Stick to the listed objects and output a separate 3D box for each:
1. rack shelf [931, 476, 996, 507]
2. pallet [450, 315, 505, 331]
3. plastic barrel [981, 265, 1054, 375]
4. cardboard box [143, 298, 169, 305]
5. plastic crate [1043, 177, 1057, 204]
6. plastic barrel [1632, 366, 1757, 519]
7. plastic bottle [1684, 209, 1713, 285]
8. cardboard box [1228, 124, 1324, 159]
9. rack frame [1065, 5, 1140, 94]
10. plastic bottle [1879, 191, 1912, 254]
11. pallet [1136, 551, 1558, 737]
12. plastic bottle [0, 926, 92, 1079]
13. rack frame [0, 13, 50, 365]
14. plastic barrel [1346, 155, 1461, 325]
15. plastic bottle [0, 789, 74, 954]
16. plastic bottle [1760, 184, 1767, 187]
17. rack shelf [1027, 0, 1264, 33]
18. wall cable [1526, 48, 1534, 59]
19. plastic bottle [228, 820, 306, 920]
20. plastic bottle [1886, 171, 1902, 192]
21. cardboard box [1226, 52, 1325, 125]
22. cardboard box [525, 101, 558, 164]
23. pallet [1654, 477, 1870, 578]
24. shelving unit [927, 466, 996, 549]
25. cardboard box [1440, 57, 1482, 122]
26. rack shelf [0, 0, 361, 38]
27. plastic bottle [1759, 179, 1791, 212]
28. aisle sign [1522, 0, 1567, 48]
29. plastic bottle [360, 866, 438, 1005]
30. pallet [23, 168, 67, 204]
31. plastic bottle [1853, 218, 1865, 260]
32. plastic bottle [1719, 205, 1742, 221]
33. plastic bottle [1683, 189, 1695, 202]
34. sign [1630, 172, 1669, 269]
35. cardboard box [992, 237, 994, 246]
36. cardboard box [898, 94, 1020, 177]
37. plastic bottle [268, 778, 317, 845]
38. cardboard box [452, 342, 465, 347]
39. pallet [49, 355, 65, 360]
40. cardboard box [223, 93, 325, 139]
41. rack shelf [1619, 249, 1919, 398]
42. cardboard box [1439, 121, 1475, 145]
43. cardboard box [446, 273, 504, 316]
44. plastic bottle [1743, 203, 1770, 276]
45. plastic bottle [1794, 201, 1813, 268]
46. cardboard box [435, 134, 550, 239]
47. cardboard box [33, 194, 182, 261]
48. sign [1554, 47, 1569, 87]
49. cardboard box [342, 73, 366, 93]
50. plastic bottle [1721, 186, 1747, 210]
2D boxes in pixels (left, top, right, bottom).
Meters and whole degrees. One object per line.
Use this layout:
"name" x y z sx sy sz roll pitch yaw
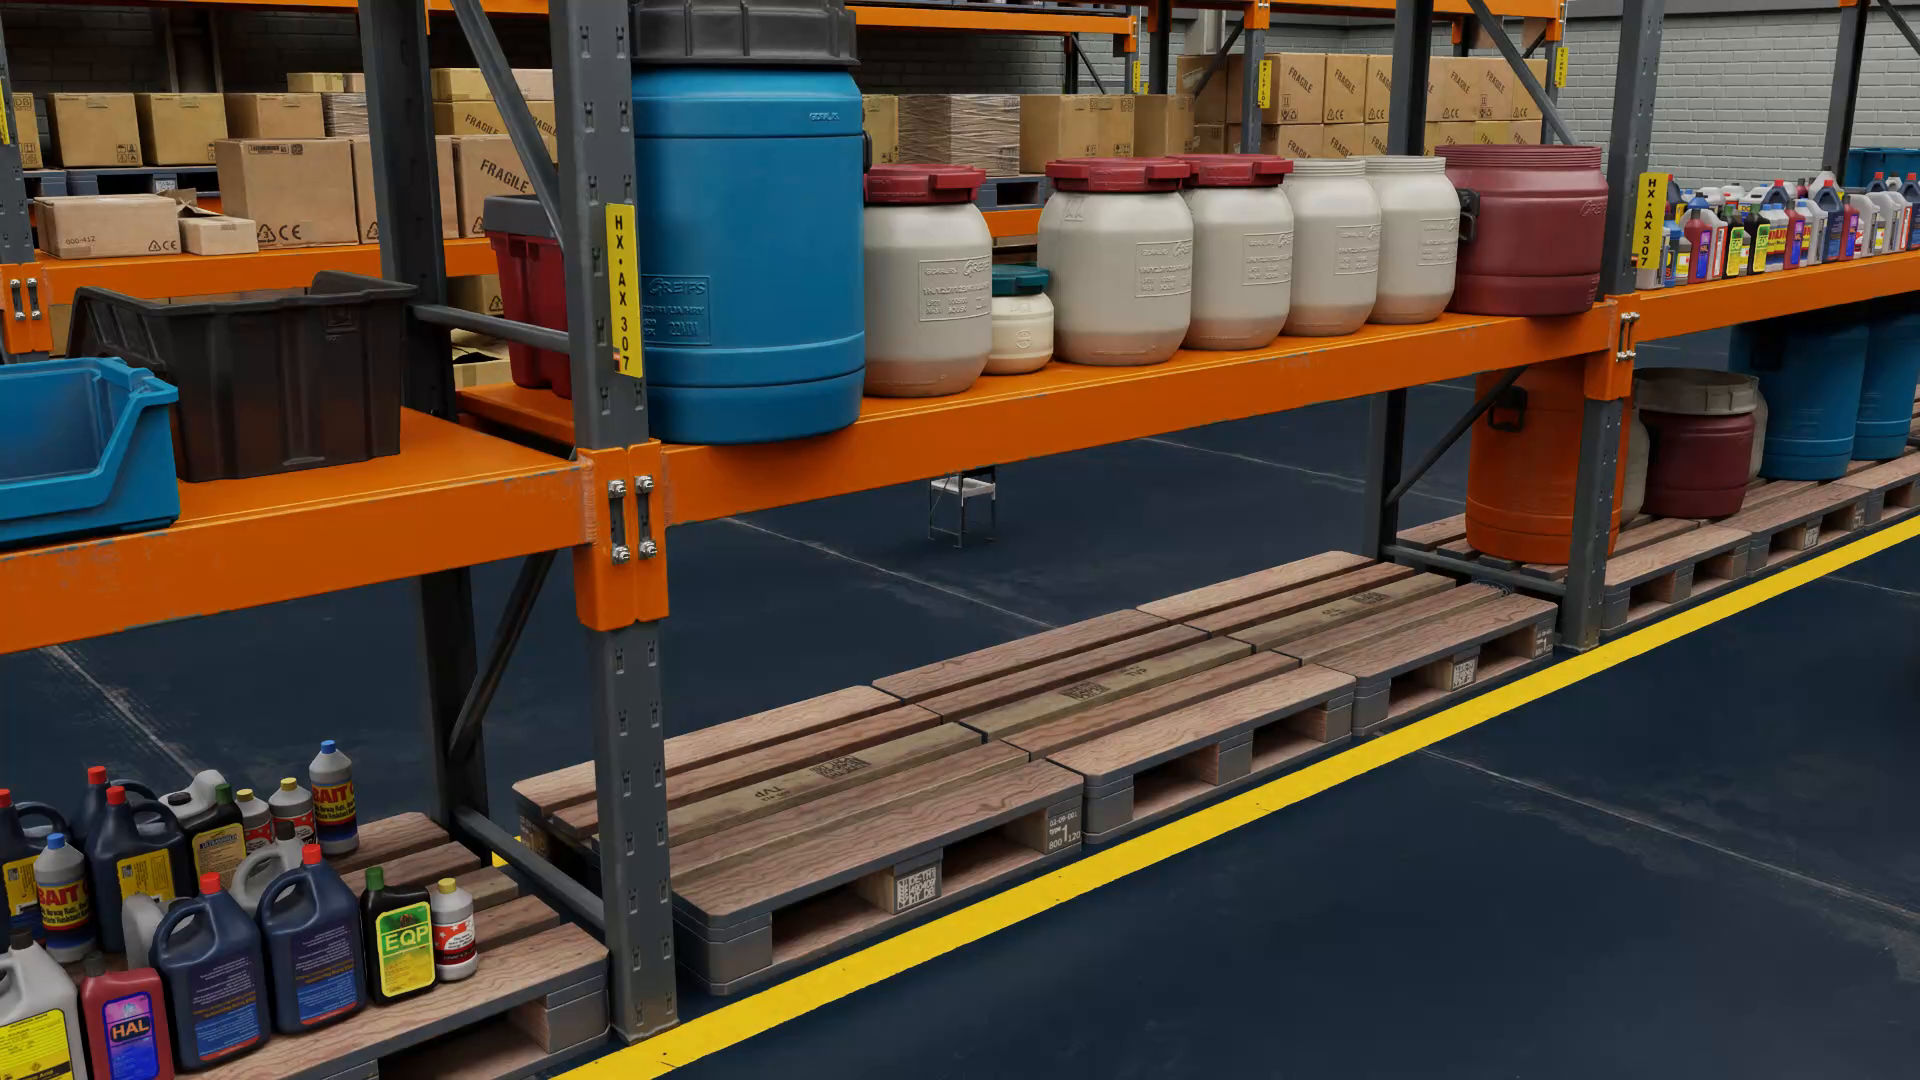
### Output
"rack shelf" 0.006 -0.230 7.694 0.200 0.077 0.258 -13 19 -39
"pallet" -3.840 -1.832 14.199 1.213 0.211 1.003 -13 19 -39
"plastic barrel" 0.101 -0.581 4.382 0.301 0.262 0.301 0 15 0
"cardboard box" -6.189 -1.691 12.261 0.500 0.500 0.700 -12 19 -39
"plastic crate" 0.600 -0.948 5.364 0.583 0.464 0.402 -13 19 -39
"plastic barrel" 3.229 -0.447 7.470 0.708 0.588 0.600 -13 19 -39
"plastic bottle" 2.836 -1.132 6.403 0.133 0.283 0.061 -13 19 -39
"cardboard box" 2.352 -2.856 12.435 0.500 0.500 0.500 -12 19 -38
"rack frame" 1.551 -4.415 18.468 0.127 3.000 1.000 -13 19 -39
"plastic bottle" 4.296 -1.472 7.689 0.135 0.276 0.152 -13 19 -39
"pallet" 1.410 0.339 6.071 1.213 0.211 1.003 -13 19 -39
"plastic bottle" -1.683 0.866 2.977 0.185 0.351 0.144 -13 20 -40
"rack frame" -4.247 -1.419 7.249 0.127 3.000 1.000 -13 19 -39
"plastic barrel" 1.384 -0.970 5.351 0.421 0.512 0.421 0 15 0
"plastic bottle" -2.022 0.701 3.593 0.185 0.351 0.144 -14 20 -42
"plastic bottle" 4.056 -1.666 8.426 0.097 0.271 0.097 0 15 0
"rack shelf" 0.280 -3.537 10.760 4.000 0.370 1.077 -13 19 -39
"wall cable" 6.053 -6.702 21.421 0.112 2.526 3.097 -13 19 -39
"plastic bottle" -1.389 0.750 3.409 0.185 0.351 0.144 -13 19 -39
"plastic bottle" 4.464 -1.594 8.001 0.185 0.351 0.144 -13 19 -39
"cardboard box" 2.329 -3.331 12.275 0.500 0.500 0.500 -12 19 -38
"cardboard box" -3.548 -3.381 13.787 0.500 0.500 0.500 -12 19 -38
"pallet" 3.507 -0.132 7.834 1.213 0.211 1.003 -13 19 -39
"shelving unit" 0.006 -0.436 7.639 0.210 0.900 0.258 -13 19 -39
"cardboard box" 3.882 -3.680 13.582 0.500 0.500 0.500 -12 19 -38
"rack shelf" -5.993 -3.823 11.832 4.000 0.370 1.077 -13 19 -39
"plastic bottle" 3.526 -1.386 7.222 0.185 0.351 0.144 -13 19 -39
"aisle sign" 5.058 -4.660 14.344 0.004 0.787 0.394 -13 19 -39
"plastic bottle" -1.144 0.792 3.385 0.133 0.283 0.061 -11 19 -37
"pallet" -6.829 -2.391 11.261 1.213 0.211 1.003 -13 19 -39
"plastic bottle" 3.950 -1.349 7.373 0.097 0.201 0.097 0 15 0
"plastic bottle" 3.660 -1.492 7.907 0.097 0.201 0.097 0 15 0
"plastic bottle" 3.459 -1.532 7.923 0.097 0.271 0.097 0 15 0
"sign" 2.386 -1.104 5.756 0.005 0.325 0.100 -13 19 -39
"cardboard box" -0.065 -3.011 17.239 0.500 0.500 0.700 -12 19 -38
"cardboard box" -0.013 -2.594 10.642 0.500 0.500 0.700 -9 17 -29
"plastic bottle" -1.603 0.671 3.994 0.097 0.201 0.097 0 15 0
"cardboard box" -2.981 -0.947 8.909 0.500 0.311 0.500 -13 20 -40
"pallet" -6.915 -1.168 11.712 1.213 0.211 1.003 -13 19 -39
"cardboard box" -5.236 -3.140 12.645 0.700 0.500 0.500 14 20 42
"rack shelf" 3.528 -1.123 7.535 4.000 0.370 1.077 -13 19 -39
"cardboard box" 3.878 -3.199 13.721 0.500 0.500 0.500 -12 19 -39
"cardboard box" -3.843 -2.324 13.988 0.750 0.750 0.750 -13 20 -40
"plastic bottle" 3.212 -1.217 6.719 0.133 0.283 0.061 -13 19 -39
"plastic bottle" 3.535 -1.290 7.015 0.097 0.271 0.097 0 15 0
"cardboard box" -2.484 -1.857 8.697 0.500 0.500 0.500 -14 20 -42
"cardboard box" -3.904 -1.438 7.613 0.500 0.250 0.500 -11 19 -36
"sign" 5.155 -4.052 14.252 0.005 0.325 0.100 -13 19 -39
"cardboard box" -4.724 -3.570 13.000 0.380 0.149 0.250 13 20 40
"plastic bottle" 3.739 -1.588 8.123 0.135 0.276 0.152 -13 19 -39
